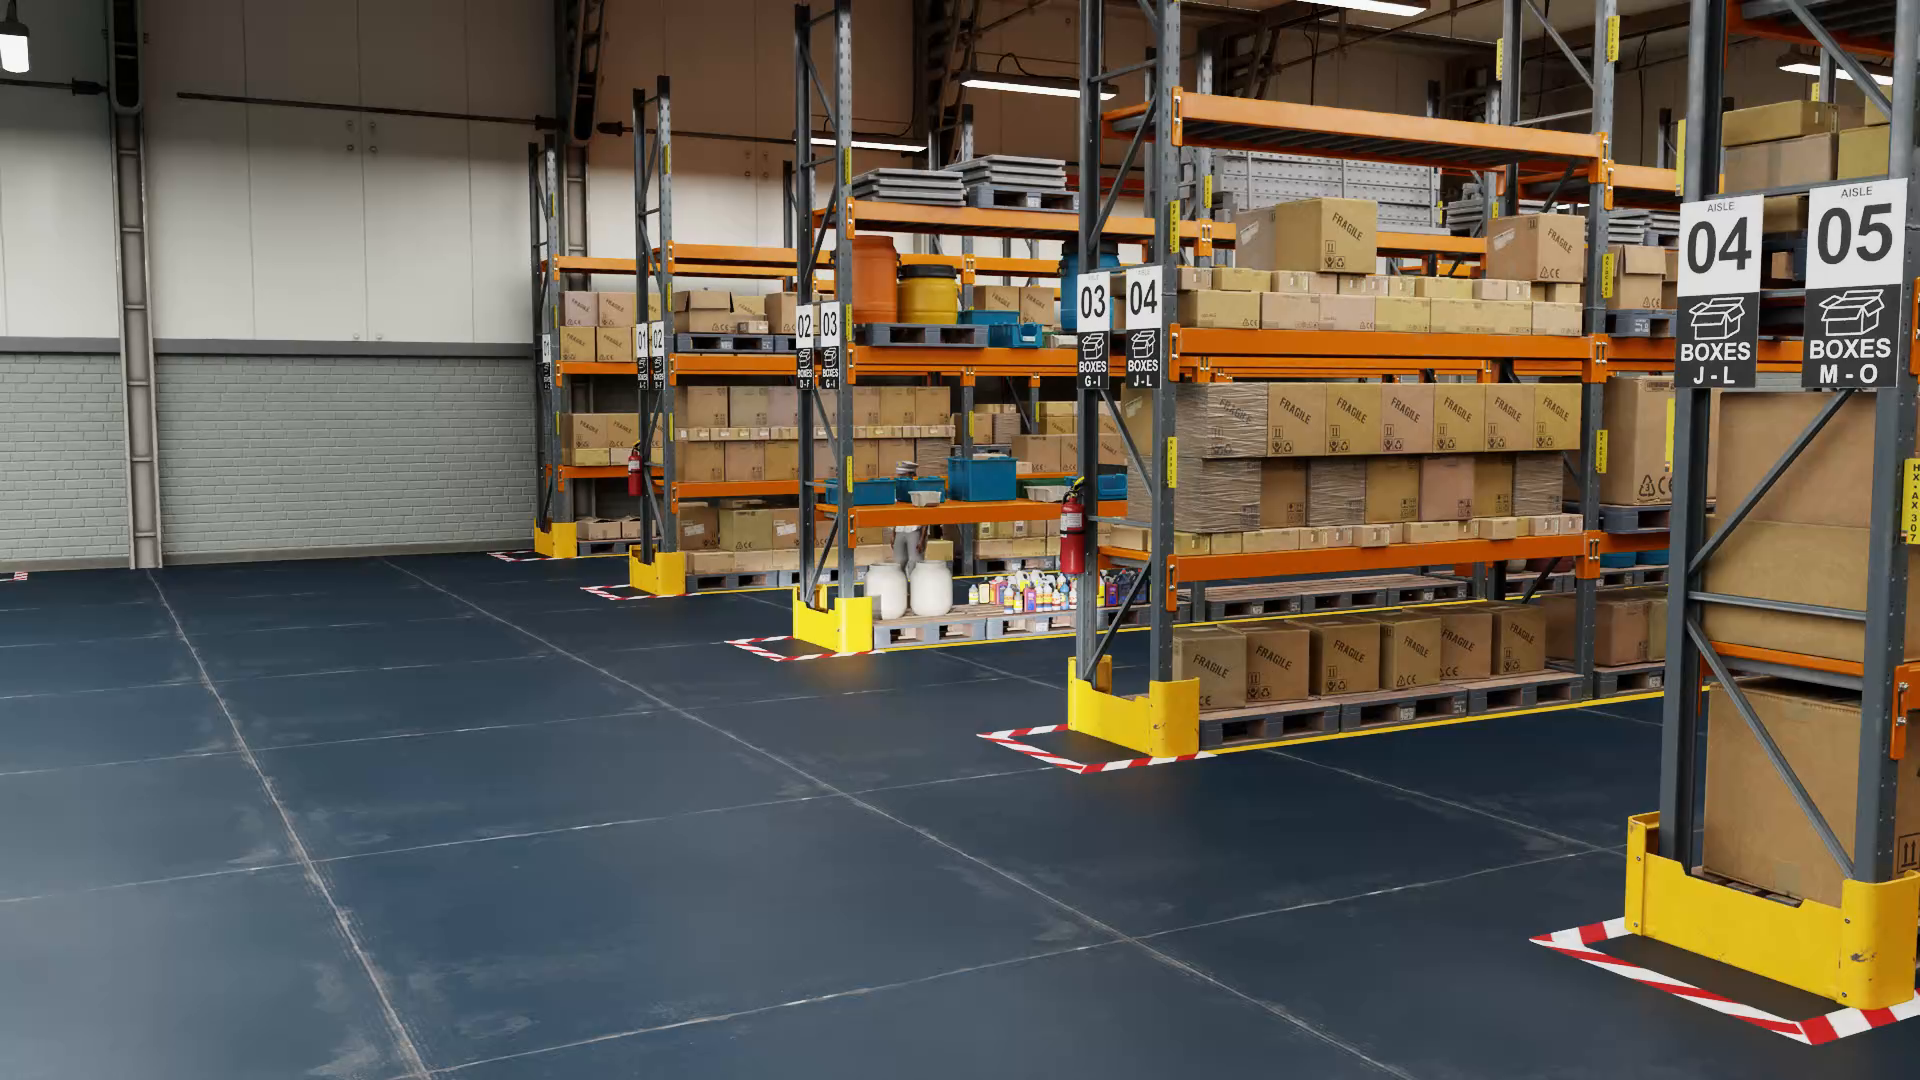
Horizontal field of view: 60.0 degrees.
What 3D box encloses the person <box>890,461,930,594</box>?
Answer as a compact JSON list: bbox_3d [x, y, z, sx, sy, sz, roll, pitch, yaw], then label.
[{"bbox_3d":[-0.543,-0.018,17.718,0.505,1.658,0.396,5,7,43],"label":"person"}]
